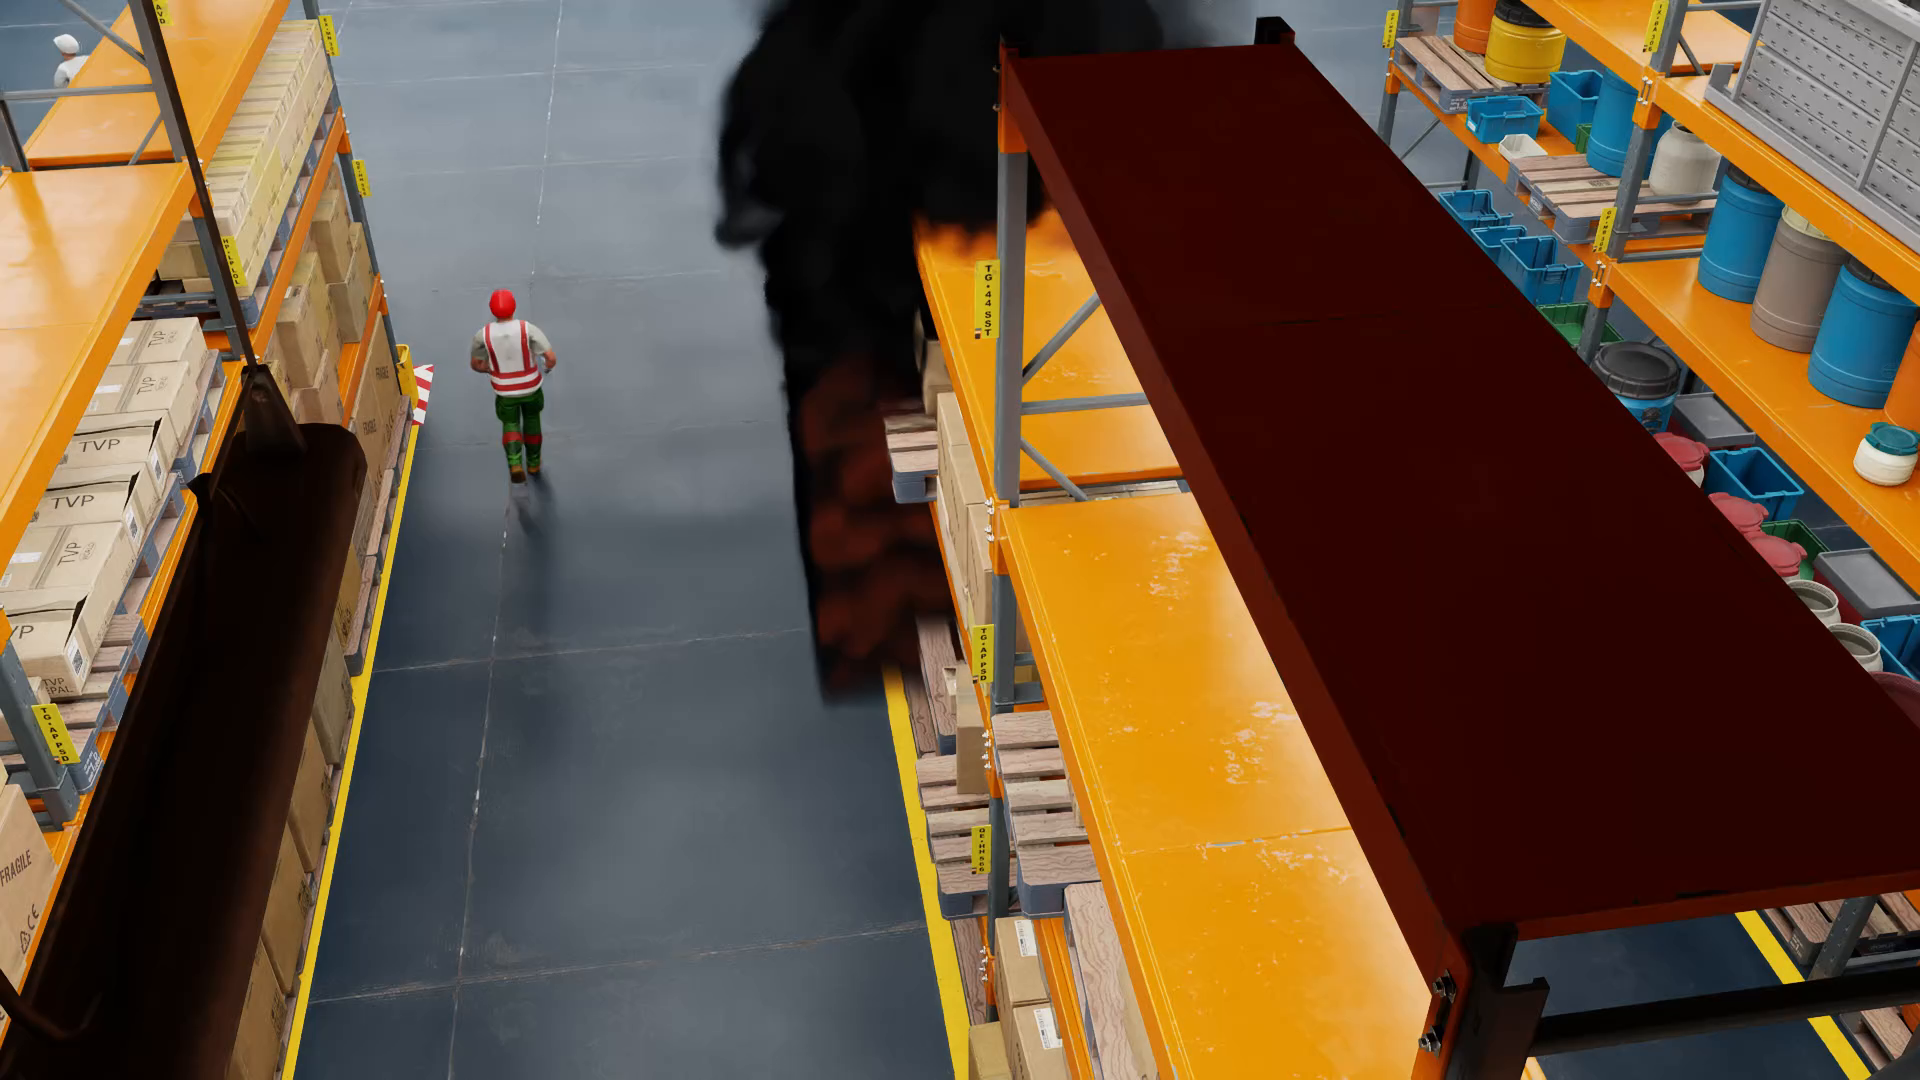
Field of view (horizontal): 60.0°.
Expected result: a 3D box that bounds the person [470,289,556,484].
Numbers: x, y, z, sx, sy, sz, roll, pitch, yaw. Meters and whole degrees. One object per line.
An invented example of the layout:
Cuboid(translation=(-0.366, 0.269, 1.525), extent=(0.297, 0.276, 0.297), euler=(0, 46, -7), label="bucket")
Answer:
Cuboid(translation=(-3.623, -1.238, 13.654), extent=(0.683, 1.759, 0.695), euler=(-7, 37, -9), label="person")

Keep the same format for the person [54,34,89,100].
Cuboid(translation=(-9.690, -4.764, 18.478), extent=(0.572, 1.738, 0.658), euler=(21, 41, 26), label="person")
